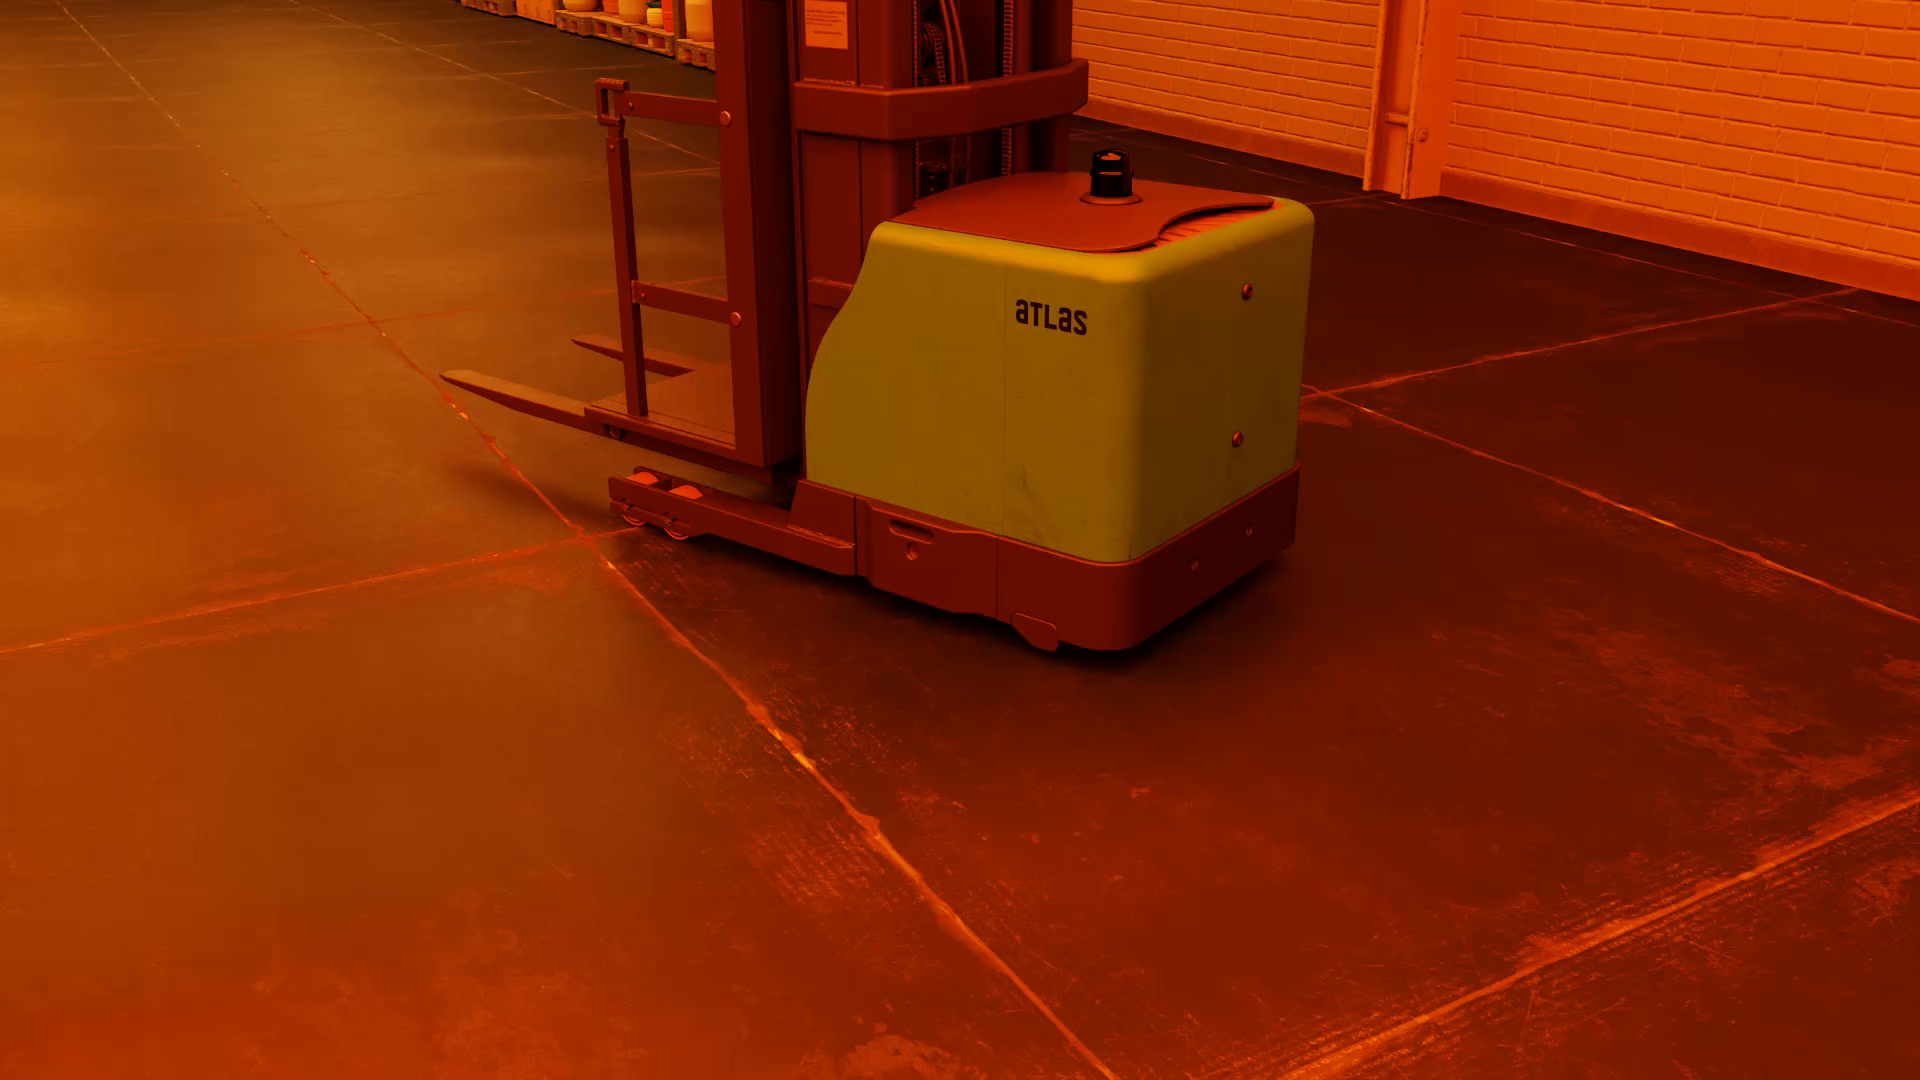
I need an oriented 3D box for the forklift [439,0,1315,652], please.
[{"bbox_3d":[-0.481,-1.497,4.922,3.031,2.935,1.130,16,27,34],"label":"forklift"}]
